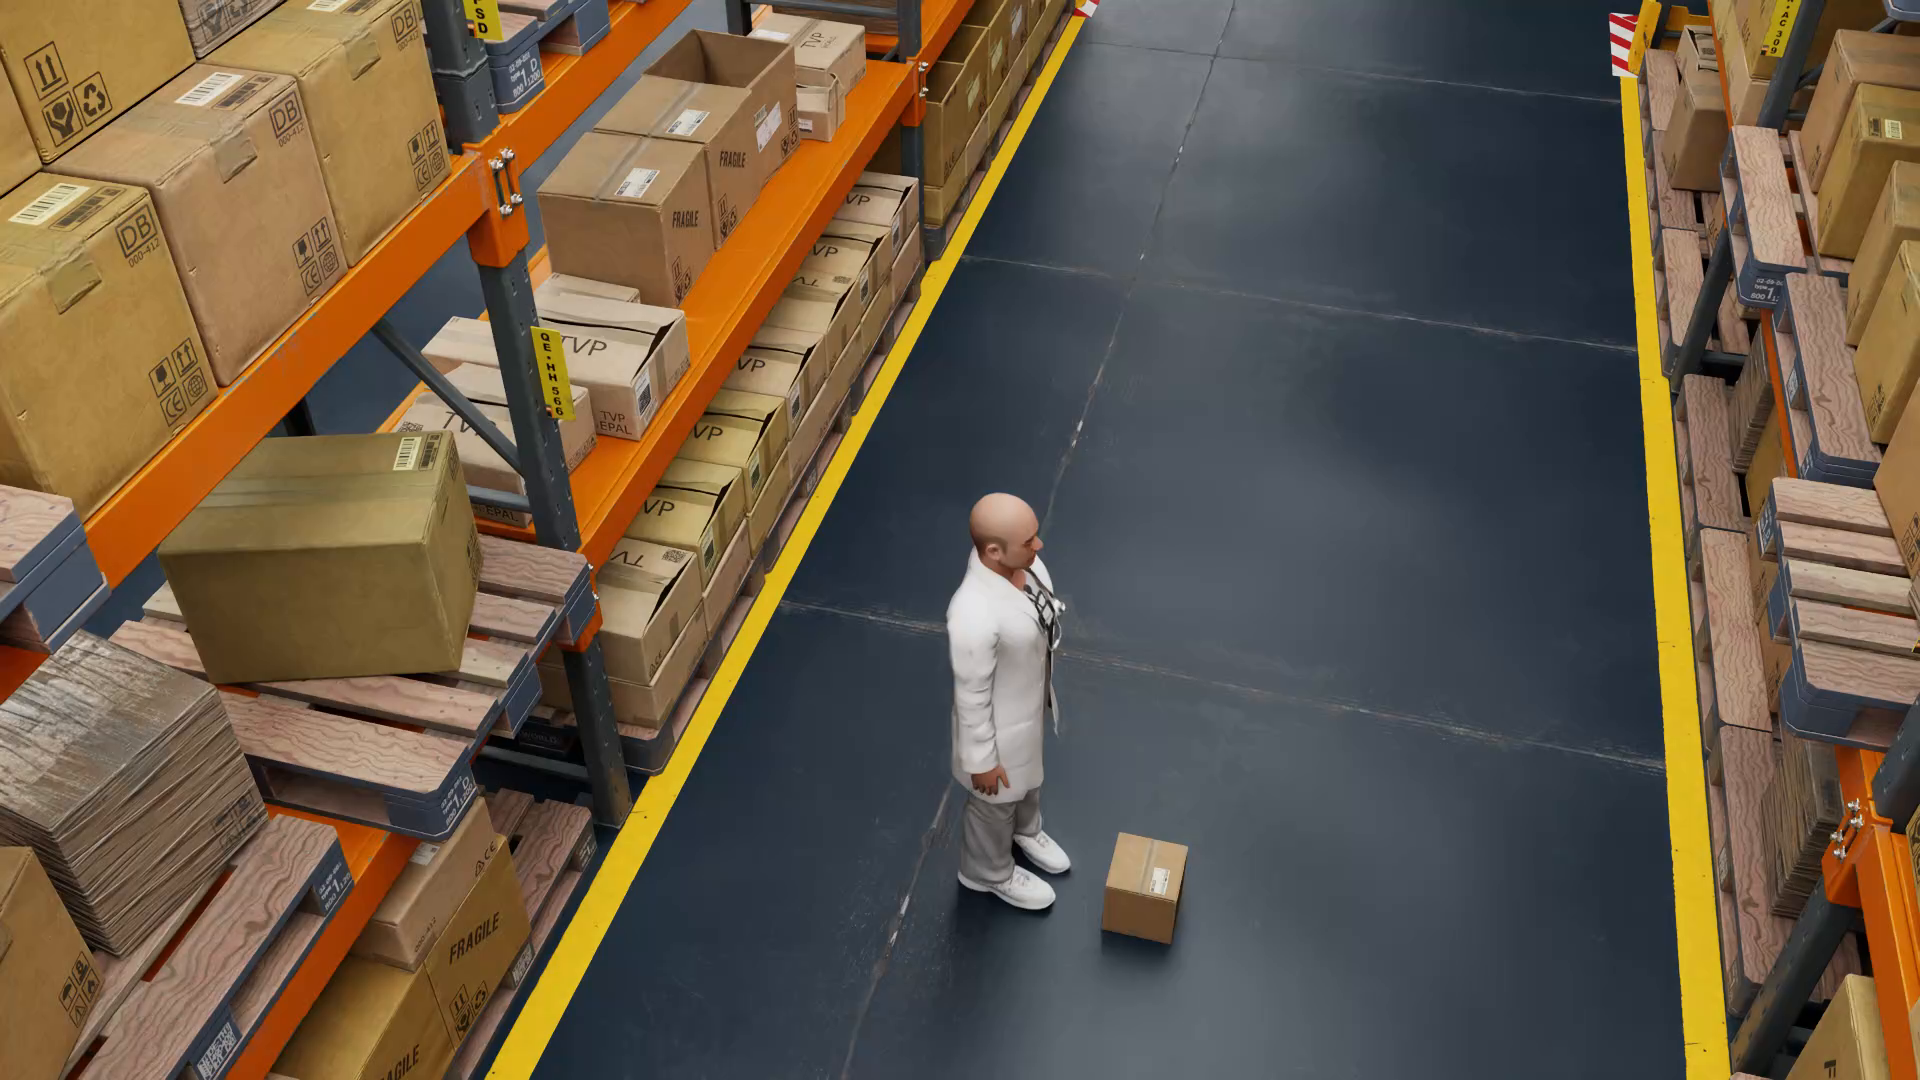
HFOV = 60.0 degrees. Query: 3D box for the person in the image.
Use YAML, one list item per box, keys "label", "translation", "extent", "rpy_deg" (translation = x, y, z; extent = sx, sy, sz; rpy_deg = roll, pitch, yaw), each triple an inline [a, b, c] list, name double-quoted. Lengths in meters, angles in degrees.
- label: "person"
  translation: [0.181, 0.574, 5.495]
  extent: [0.403, 1.792, 0.618]
  rpy_deg: [10, 41, 11]
